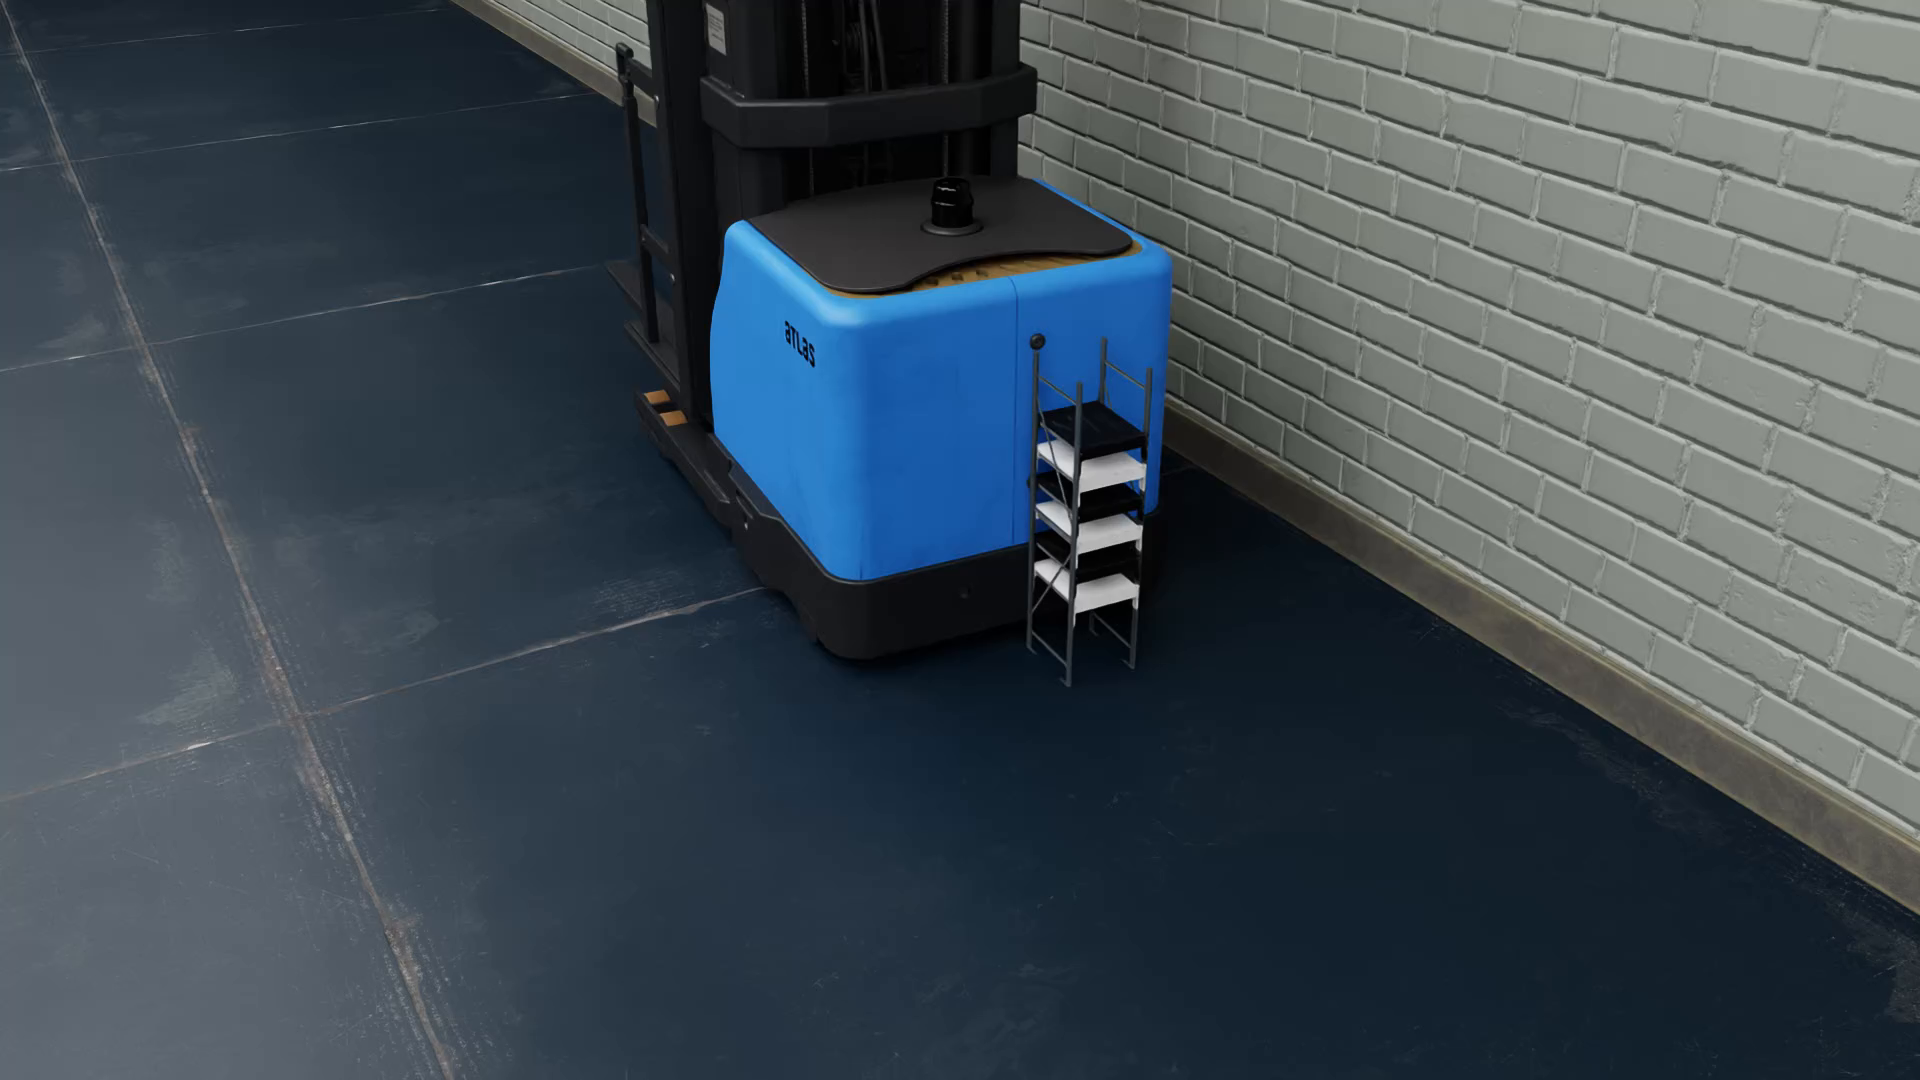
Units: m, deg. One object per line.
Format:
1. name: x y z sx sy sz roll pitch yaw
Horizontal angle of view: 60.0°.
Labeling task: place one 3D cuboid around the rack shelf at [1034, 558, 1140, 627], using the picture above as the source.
1. rack shelf: 0.336 0.123 4.537 0.200 0.077 0.258 -14 32 -23

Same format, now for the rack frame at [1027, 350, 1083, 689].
1. rack frame: 0.245 -0.041 4.394 0.006 0.900 0.240 -14 32 -23

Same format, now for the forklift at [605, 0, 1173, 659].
1. forklift: -0.505 -1.647 5.201 1.130 2.935 3.031 -13 31 -22

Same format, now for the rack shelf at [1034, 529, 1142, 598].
1. rack shelf: 0.336 0.044 4.494 0.200 0.077 0.258 -14 32 -23

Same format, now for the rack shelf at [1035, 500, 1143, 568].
1. rack shelf: 0.336 -0.034 4.450 0.200 0.077 0.258 -14 32 -23

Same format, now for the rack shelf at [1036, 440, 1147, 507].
1. rack shelf: 0.336 -0.192 4.363 0.200 0.077 0.258 -14 32 -23

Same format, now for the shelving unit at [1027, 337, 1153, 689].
1. shelving unit: 0.336 -0.064 4.434 0.210 0.900 0.258 -14 32 -23

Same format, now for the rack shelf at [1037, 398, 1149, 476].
1. rack shelf: 0.336 -0.271 4.320 0.200 0.077 0.258 -14 32 -23

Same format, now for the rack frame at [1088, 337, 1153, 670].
1. rack frame: 0.427 -0.086 4.474 0.006 0.900 0.240 -14 32 -23

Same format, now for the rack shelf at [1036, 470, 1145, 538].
1. rack shelf: 0.336 -0.113 4.407 0.200 0.077 0.258 -14 32 -23
